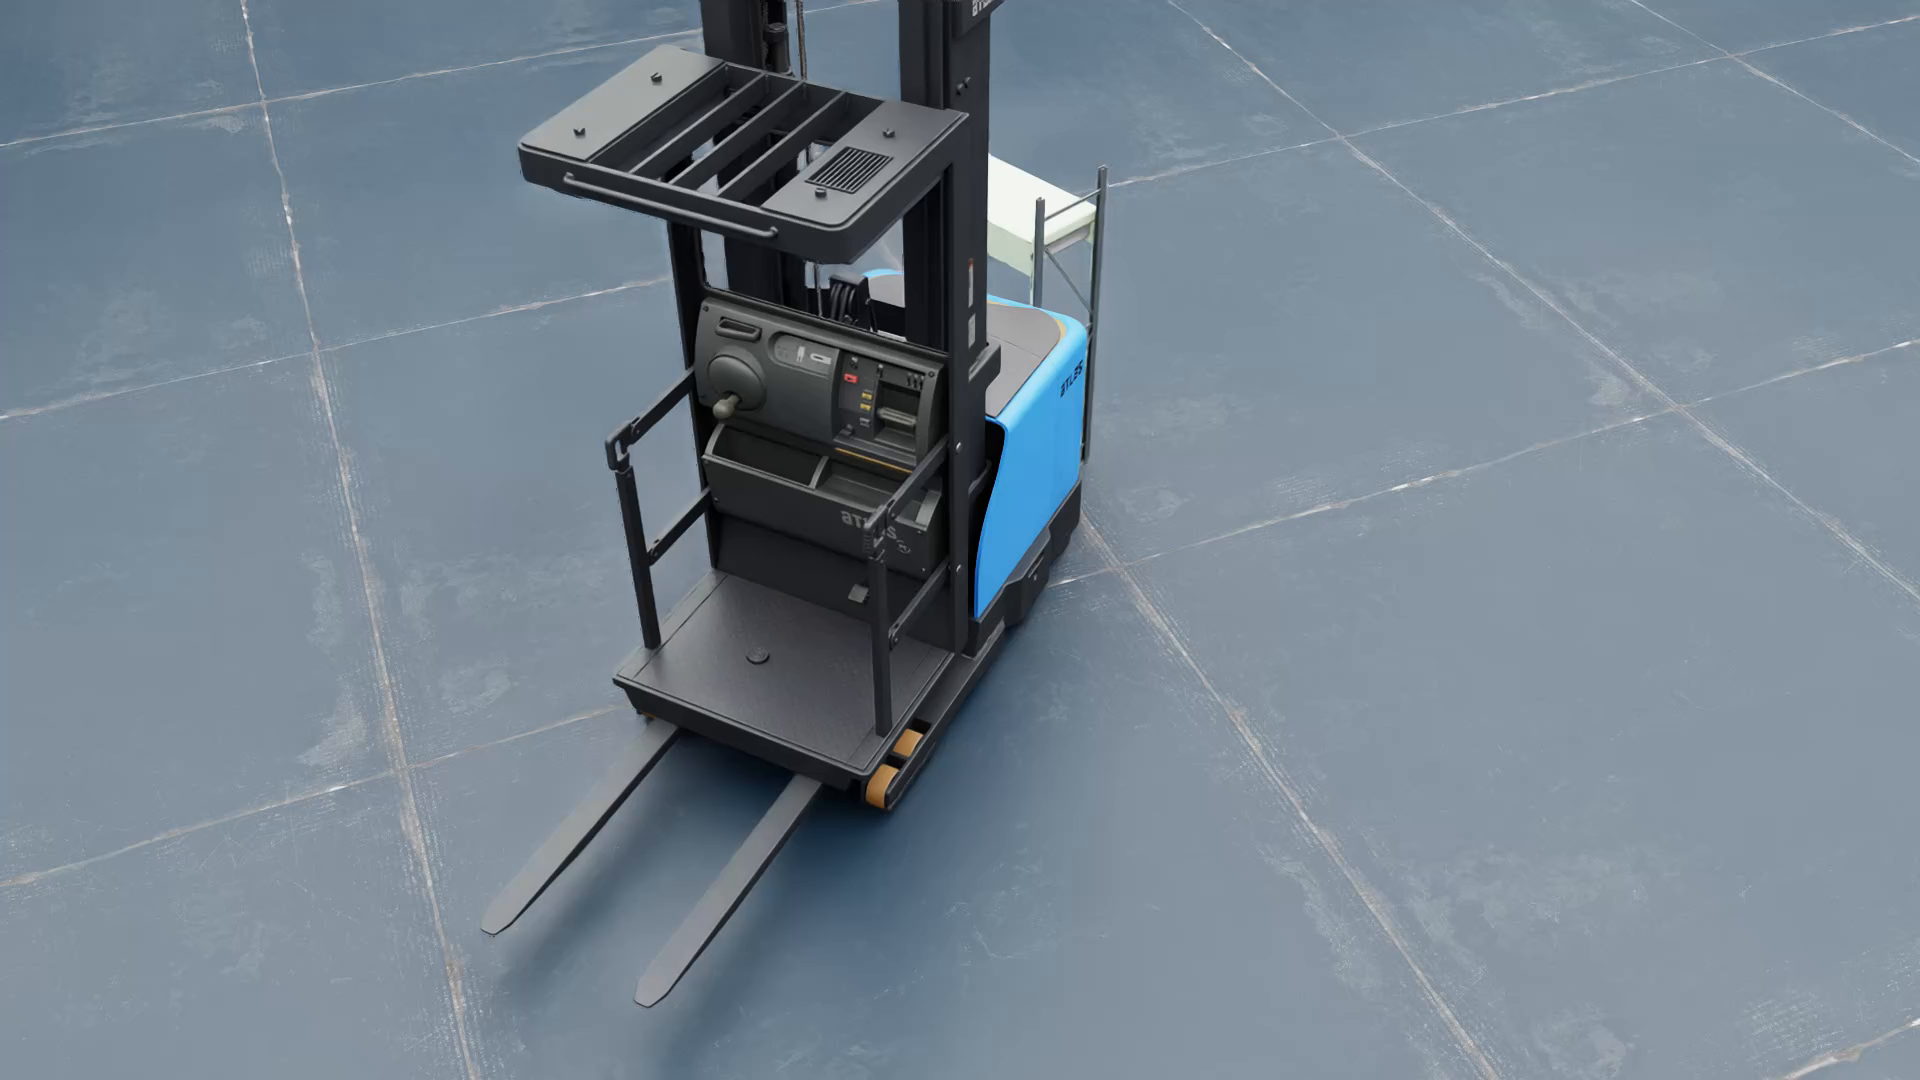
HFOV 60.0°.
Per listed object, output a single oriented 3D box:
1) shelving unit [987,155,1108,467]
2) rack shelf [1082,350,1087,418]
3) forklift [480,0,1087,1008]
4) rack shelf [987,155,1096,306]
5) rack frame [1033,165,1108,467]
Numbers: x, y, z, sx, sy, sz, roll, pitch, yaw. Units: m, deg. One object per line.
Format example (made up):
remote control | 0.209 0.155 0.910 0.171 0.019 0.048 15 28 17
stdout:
shelving unit | 0.190 -1.020 7.286 0.431 1.500 0.755 -32 50 -32
rack shelf | 0.190 -0.773 7.499 0.431 0.370 0.720 -32 50 -32
forklift | -0.592 -0.457 5.533 1.130 2.935 3.031 18 44 20
rack shelf | 0.190 -1.316 7.032 0.431 0.370 0.720 -32 50 -32
rack frame | 0.446 -0.850 7.088 0.400 1.500 0.023 -32 50 -32
